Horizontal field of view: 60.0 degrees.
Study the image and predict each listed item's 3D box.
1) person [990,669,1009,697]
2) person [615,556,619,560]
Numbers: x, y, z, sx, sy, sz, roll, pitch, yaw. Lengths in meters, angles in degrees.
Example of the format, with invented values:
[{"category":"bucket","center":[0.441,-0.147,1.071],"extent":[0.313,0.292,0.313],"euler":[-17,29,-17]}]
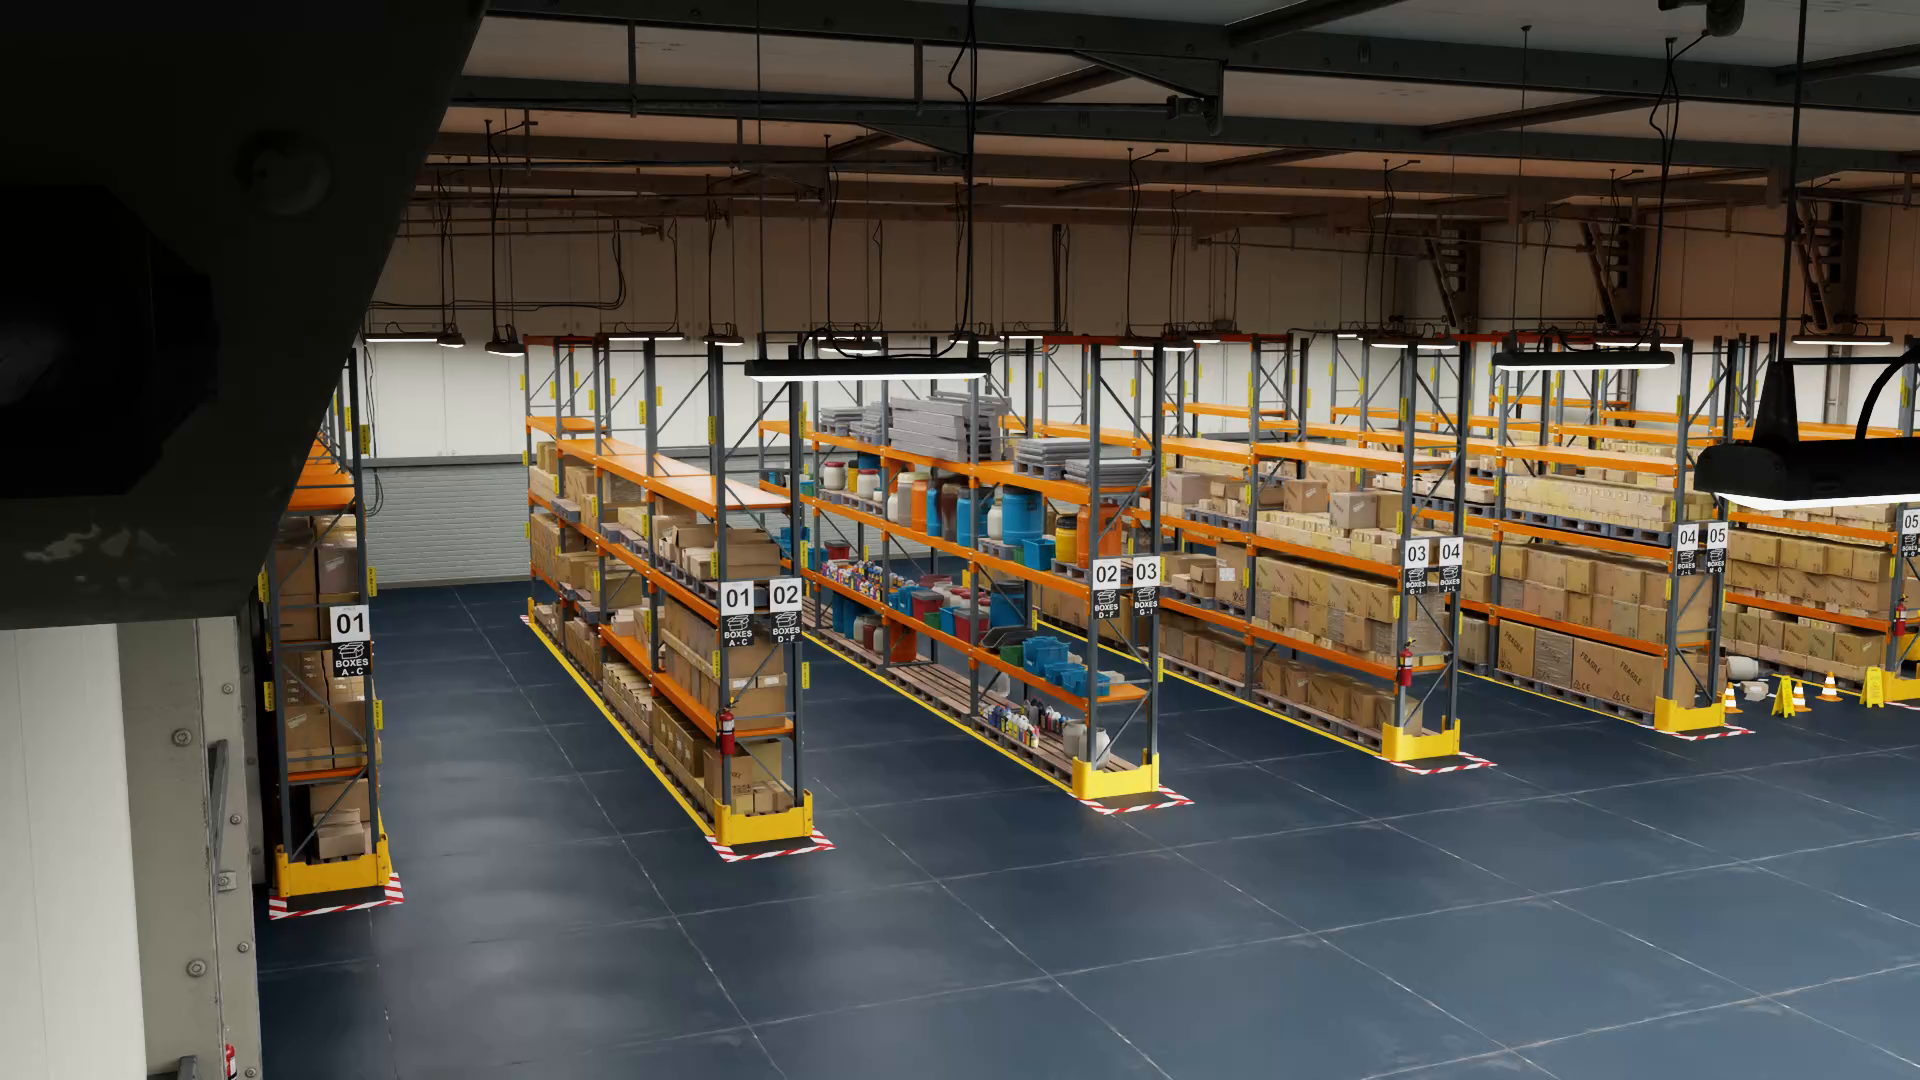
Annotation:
[{"category":"person","center":[0.651,1.736,27.807],"extent":[0.422,1.793,0.594],"euler":[-1,8,-11]},{"category":"person","center":[-7.551,0.673,36.095],"extent":[1.026,1.669,0.590],"euler":[6,10,38]}]
